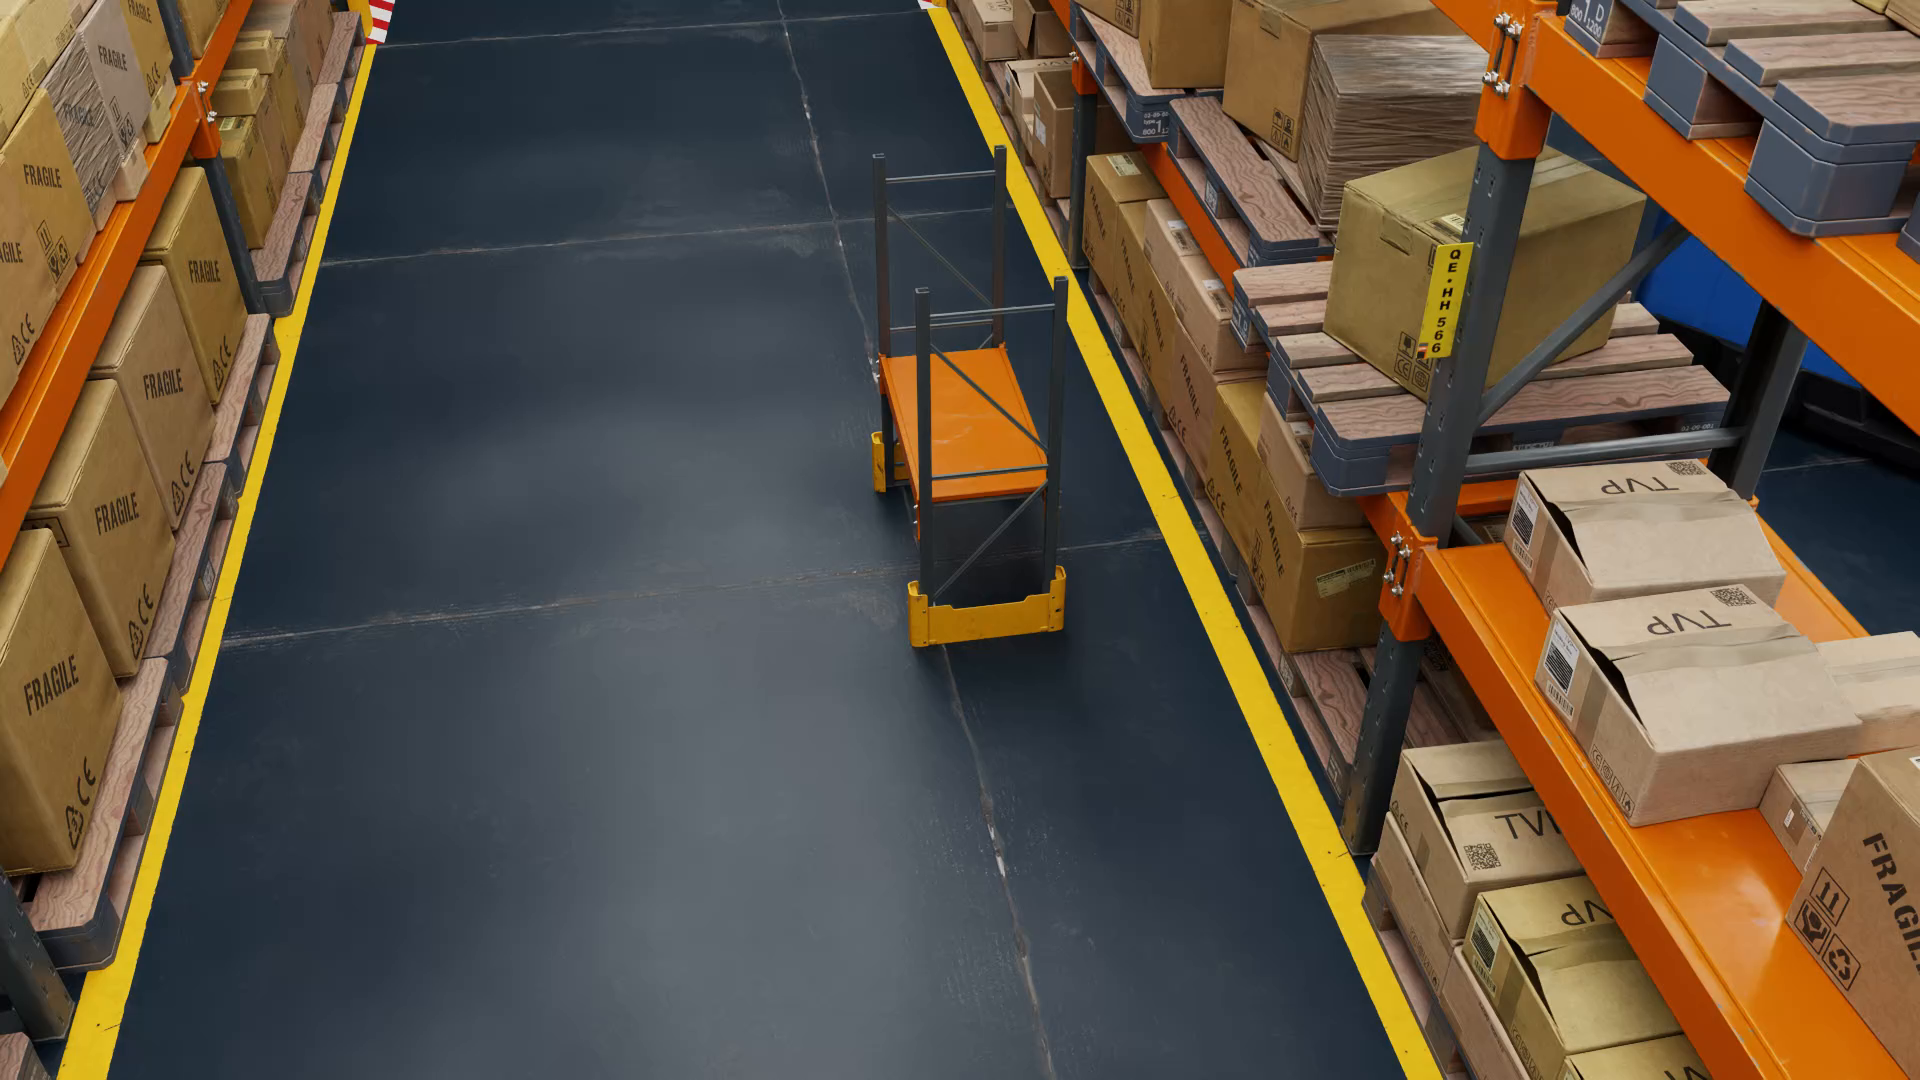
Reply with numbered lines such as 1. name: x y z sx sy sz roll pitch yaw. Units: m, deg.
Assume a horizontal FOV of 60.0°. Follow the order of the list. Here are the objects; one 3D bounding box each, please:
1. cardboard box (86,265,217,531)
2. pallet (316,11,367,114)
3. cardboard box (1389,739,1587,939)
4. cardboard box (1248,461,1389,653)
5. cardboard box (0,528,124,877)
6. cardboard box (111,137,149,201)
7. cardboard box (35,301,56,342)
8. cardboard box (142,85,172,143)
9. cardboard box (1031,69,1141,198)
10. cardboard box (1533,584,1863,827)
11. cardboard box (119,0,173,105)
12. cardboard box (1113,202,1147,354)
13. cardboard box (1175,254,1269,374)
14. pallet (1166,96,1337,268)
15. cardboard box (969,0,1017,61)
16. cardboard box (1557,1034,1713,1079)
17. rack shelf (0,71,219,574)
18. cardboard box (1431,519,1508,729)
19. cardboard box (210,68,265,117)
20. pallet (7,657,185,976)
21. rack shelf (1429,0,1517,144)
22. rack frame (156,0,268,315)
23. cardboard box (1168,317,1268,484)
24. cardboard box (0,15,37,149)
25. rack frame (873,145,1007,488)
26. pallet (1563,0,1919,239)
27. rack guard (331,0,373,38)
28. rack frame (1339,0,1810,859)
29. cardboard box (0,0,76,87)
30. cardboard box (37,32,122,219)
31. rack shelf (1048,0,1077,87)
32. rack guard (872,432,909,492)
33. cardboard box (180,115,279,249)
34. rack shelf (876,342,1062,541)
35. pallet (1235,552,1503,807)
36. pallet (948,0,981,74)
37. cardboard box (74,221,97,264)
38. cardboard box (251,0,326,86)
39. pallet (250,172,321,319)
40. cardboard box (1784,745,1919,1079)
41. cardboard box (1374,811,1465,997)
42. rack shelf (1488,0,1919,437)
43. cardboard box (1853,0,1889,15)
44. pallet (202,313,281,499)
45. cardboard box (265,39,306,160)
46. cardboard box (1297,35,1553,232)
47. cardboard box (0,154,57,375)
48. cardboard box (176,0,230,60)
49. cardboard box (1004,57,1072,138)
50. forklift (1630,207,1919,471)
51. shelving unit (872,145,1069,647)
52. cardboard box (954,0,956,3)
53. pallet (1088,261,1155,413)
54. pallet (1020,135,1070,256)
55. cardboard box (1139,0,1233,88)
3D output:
1. cardboard box: -3.419 -0.521 6.386 0.750 0.750 0.750 -5 38 -7
2. pallet: -4.303 -2.960 10.388 1.003 0.211 1.213 -6 38 -8
3. cardboard box: 1.561 0.808 4.707 0.500 0.311 0.500 -5 38 -6
4. cardboard box: 1.363 0.035 5.939 0.500 0.500 0.500 -5 38 -6
5. cardboard box: -3.118 0.521 5.044 0.750 0.750 0.750 -7 38 -9
6. cardboard box: -3.309 -1.390 6.283 0.380 0.149 0.250 -6 38 -8
7. cardboard box: -3.227 -0.761 5.474 0.380 0.149 0.250 -6 38 -8
8. cardboard box: -3.414 -1.705 6.688 0.380 0.149 0.250 -6 38 -7
9. cardboard box: 0.678 -2.155 8.758 0.500 0.500 0.500 -6 38 -8
10. cardboard box: 1.724 0.357 3.918 0.500 0.311 0.500 -7 38 -8
11. cardboard box: -3.490 -2.033 6.581 0.500 0.500 0.500 -7 38 -9
12. cardboard box: 1.006 -1.202 7.531 0.500 0.500 0.500 -6 38 -7
13. cardboard box: 1.166 -0.912 6.547 0.500 0.250 0.500 -7 38 -9
14. pallet: 1.413 -1.337 6.183 1.003 0.211 1.213 -6 38 -8
15. cardboard box: 0.347 -3.196 10.301 0.500 0.250 0.500 -6 38 -8
16. cardboard box: 1.749 1.432 3.903 0.500 0.311 0.500 -7 38 -9
17. rack shelf: -3.469 -0.628 5.699 1.077 0.370 4.000 -6 38 -8
18. cardboard box: 1.960 0.269 5.638 0.500 0.500 0.500 -5 38 -6
19. cardboard box: -3.730 -2.244 8.360 0.380 0.149 0.250 -5 38 -6
20. pallet: -3.182 0.913 5.403 1.003 0.211 1.213 -6 38 -8
21. rack shelf: 1.408 -2.347 5.468 1.077 0.370 4.000 -6 38 -8
22. rack frame: -3.819 -2.120 7.033 1.000 3.000 0.127 -6 38 -8
23. cardboard box: 1.175 -0.594 6.748 0.500 0.500 0.500 -8 38 -10
24. cardboard box: -3.226 -1.400 5.156 0.500 0.250 0.500 -7 38 -9
25. rack frame: -0.074 -0.848 6.619 0.500 1.500 0.032 -6 38 -8
26. pallet: 1.965 -0.948 3.235 1.213 0.211 1.003 -5 38 -6
27. rack guard: -4.525 -3.563 10.929 1.175 0.500 0.348 -6 38 -8
28. rack frame: 1.758 -0.239 4.612 1.000 3.000 0.127 -6 38 -8
29. cardboard box: -3.316 -1.708 5.552 0.500 0.250 0.500 -6 38 -7
30. cardboard box: -3.311 -1.421 5.794 0.500 0.500 0.500 -6 38 -8
31. rack shelf: 0.706 -3.579 9.498 1.077 0.370 4.000 -6 38 -8
32. rack guard: -0.074 -0.353 7.001 0.587 0.250 0.087 -6 38 -8
33. cardboard box: -3.849 -1.761 8.267 0.700 0.500 0.500 -6 38 -7
34. rack shelf: 0.015 -0.399 6.334 0.538 0.185 1.000 -6 38 -8
35. pallet: 1.665 0.407 6.054 1.003 0.211 1.213 -6 38 -8
36. pallet: 0.510 -3.442 11.009 1.003 0.211 1.213 -6 38 -8
37. cardboard box: -3.302 -1.083 5.887 0.380 0.149 0.250 -7 38 -9
38. cardboard box: -4.212 -3.000 9.862 0.700 0.500 0.500 -6 38 -8
39. pallet: -3.876 -1.486 8.491 1.003 0.211 1.213 -6 38 -8
40. cardboard box: 2.068 0.733 3.279 0.500 0.500 0.500 -8 39 -10
41. cardboard box: 1.561 1.029 4.879 0.500 0.250 0.500 -6 38 -8
42. rack shelf: 2.109 0.069 2.358 1.077 0.370 4.000 -6 38 -8
43. cardboard box: 1.893 -1.262 3.264 0.500 0.250 0.500 -9 39 -11
44. pallet: -3.610 -0.561 7.300 1.003 0.211 1.213 -6 38 -8
45. cardboard box: -4.022 -2.375 9.058 0.700 0.500 0.500 -5 38 -7
46. cardboard box: 1.565 -1.385 5.664 0.700 0.500 0.500 0 38 1
47. cardboard box: -3.120 -0.807 5.003 0.500 0.500 0.500 -6 38 -8
48. cardboard box: -3.898 -2.568 7.365 0.980 0.700 0.700 -6 38 -7
49. cardboard box: 0.546 -2.533 9.399 0.500 0.311 0.500 -6 38 -8
50. forklift: 4.504 -1.590 6.408 3.031 2.935 1.130 30 47 33
51. shelving unit: 0.013 -0.546 6.231 0.587 1.500 1.083 -6 38 -8
52. cardboard box: 0.135 -3.685 10.999 0.380 0.166 0.250 -6 38 -8
53. pallet: 1.237 -1.066 7.951 1.003 0.211 1.213 -6 38 -8
54. pallet: 0.938 -1.968 9.112 1.003 0.211 1.213 -6 38 -8
55. cardboard box: 1.103 -2.141 6.638 0.700 0.500 0.500 -1 38 -1
